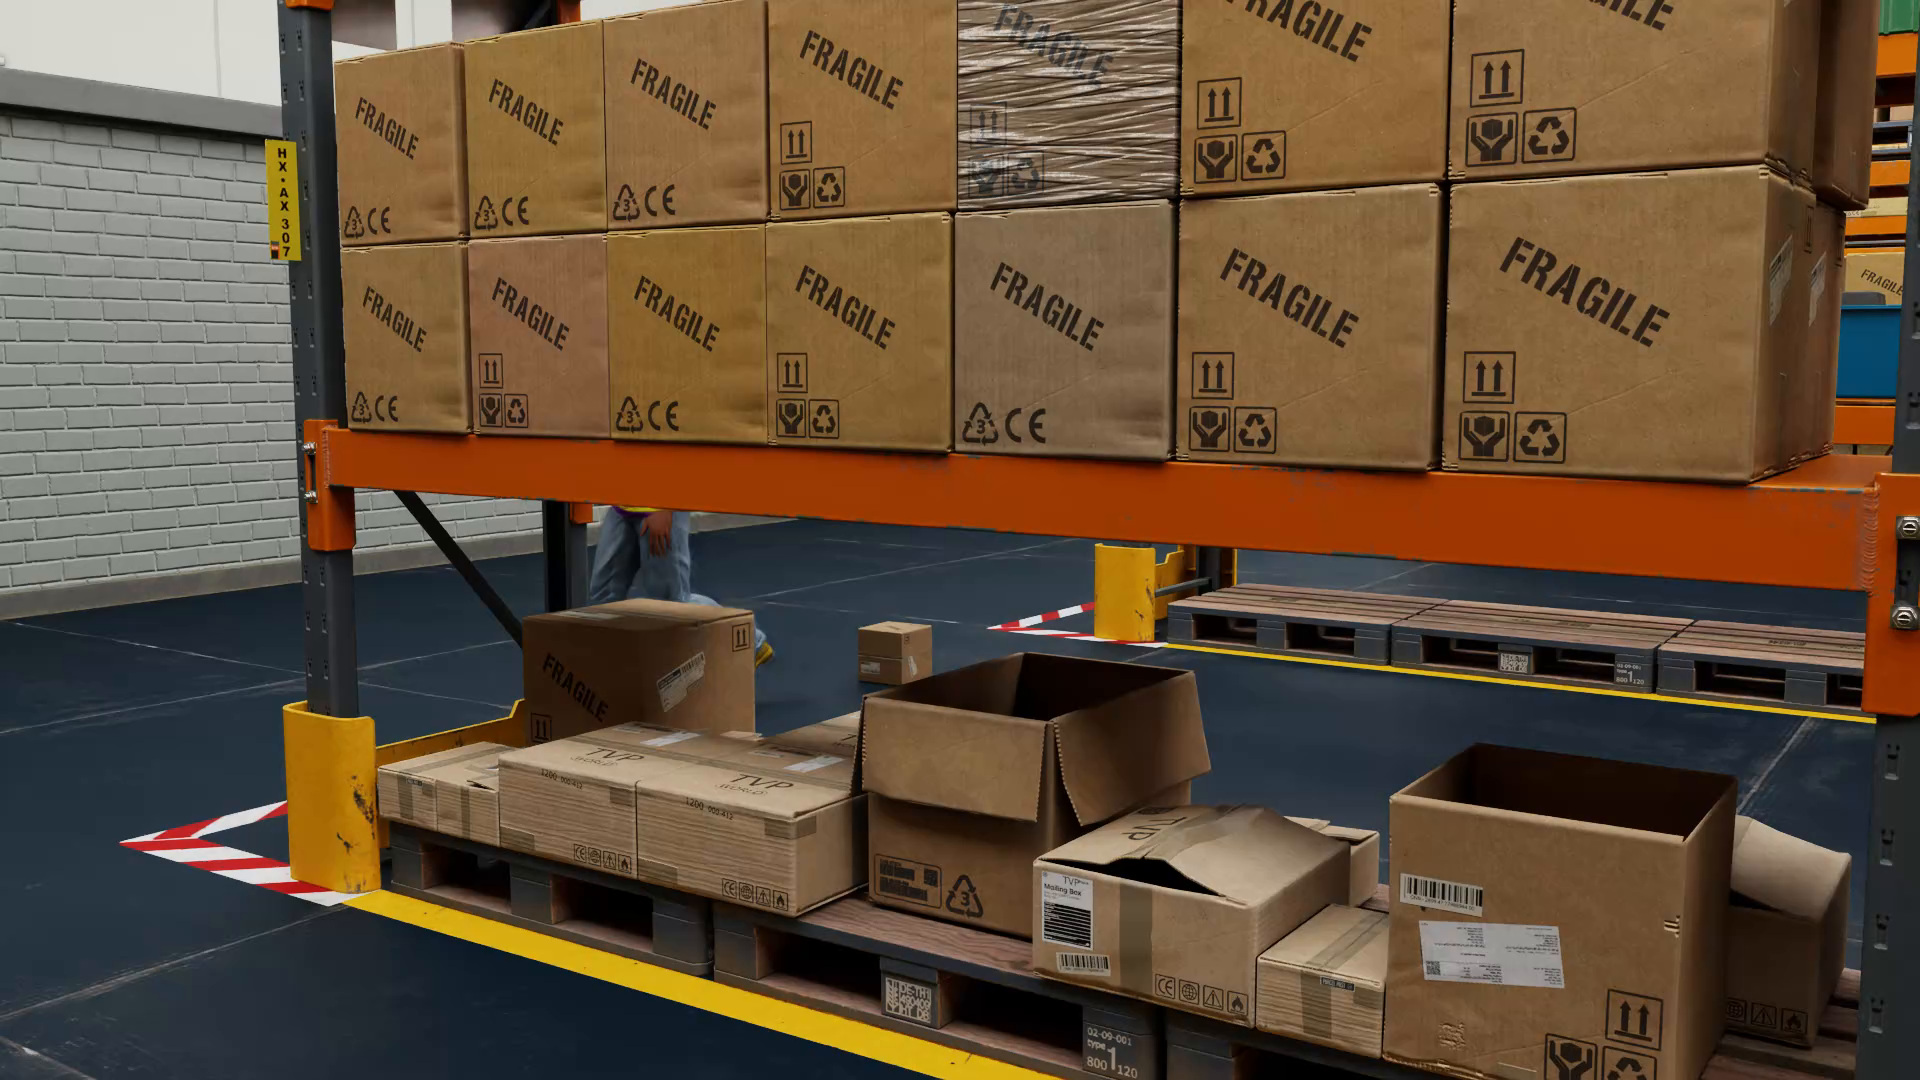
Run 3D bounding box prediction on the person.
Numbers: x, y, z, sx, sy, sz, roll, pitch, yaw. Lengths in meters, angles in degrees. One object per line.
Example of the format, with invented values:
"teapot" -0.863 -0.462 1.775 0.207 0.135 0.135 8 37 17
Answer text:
"person" 6.032 0.195 3.892 9.795 1.738 13.610 -4 7 -33
